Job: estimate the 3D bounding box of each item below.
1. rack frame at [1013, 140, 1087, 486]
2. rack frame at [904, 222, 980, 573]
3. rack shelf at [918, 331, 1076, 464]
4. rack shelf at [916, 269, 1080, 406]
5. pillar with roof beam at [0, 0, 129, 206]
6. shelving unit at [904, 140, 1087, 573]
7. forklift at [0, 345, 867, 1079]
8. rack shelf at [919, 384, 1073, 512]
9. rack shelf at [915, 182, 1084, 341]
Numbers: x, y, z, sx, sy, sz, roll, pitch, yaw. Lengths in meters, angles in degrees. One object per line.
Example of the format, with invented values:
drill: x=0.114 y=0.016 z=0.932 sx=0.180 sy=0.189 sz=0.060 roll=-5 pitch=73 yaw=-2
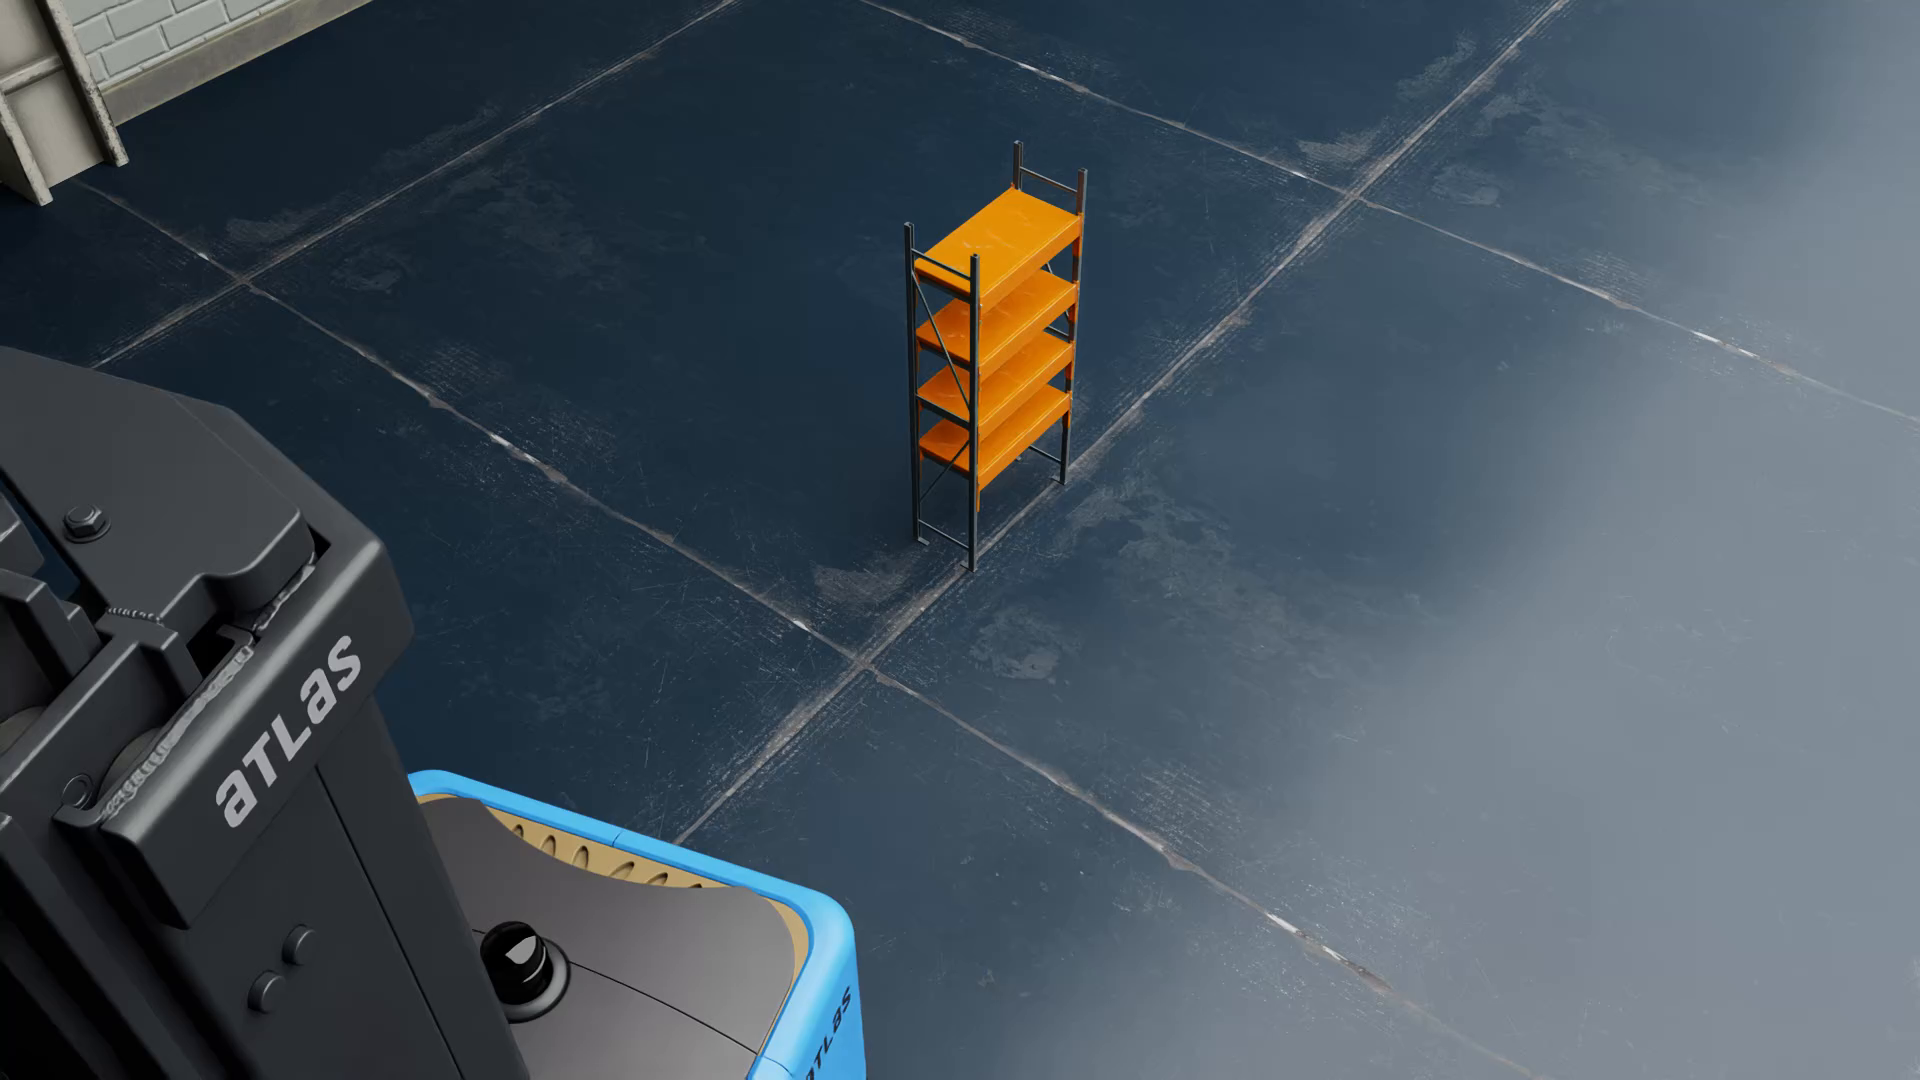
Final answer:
rack frame: x=0.250 y=-0.649 z=5.040 sx=0.240 sy=1.200 sz=0.015 roll=29 pitch=53 yaw=25
rack frame: x=-0.048 y=-0.370 z=4.773 sx=0.240 sy=1.200 sz=0.015 roll=29 pitch=53 yaw=25
rack shelf: x=0.101 y=-0.463 z=4.955 sx=0.258 sy=0.148 sz=0.480 roll=29 pitch=53 yaw=25
rack shelf: x=0.101 y=-0.617 z=4.794 sx=0.258 sy=0.148 sz=0.480 roll=29 pitch=53 yaw=25
pillar with roof beam: x=-0.185 y=-2.689 z=1.595 sx=9.100 sy=9.000 sz=0.400 roll=29 pitch=53 yaw=25
shelving unit: x=0.101 y=-0.509 z=4.907 sx=0.258 sy=1.200 sz=0.503 roll=29 pitch=53 yaw=25
forklift: x=-1.166 y=1.295 z=1.986 sx=1.130 sy=2.935 sz=3.031 roll=15 pitch=48 yaw=14
rack shelf: x=0.101 y=-0.326 z=5.099 sx=0.258 sy=0.148 sz=0.480 roll=29 pitch=53 yaw=25
rack shelf: x=0.101 y=-0.781 z=4.622 sx=0.258 sy=0.148 sz=0.480 roll=29 pitch=53 yaw=25
